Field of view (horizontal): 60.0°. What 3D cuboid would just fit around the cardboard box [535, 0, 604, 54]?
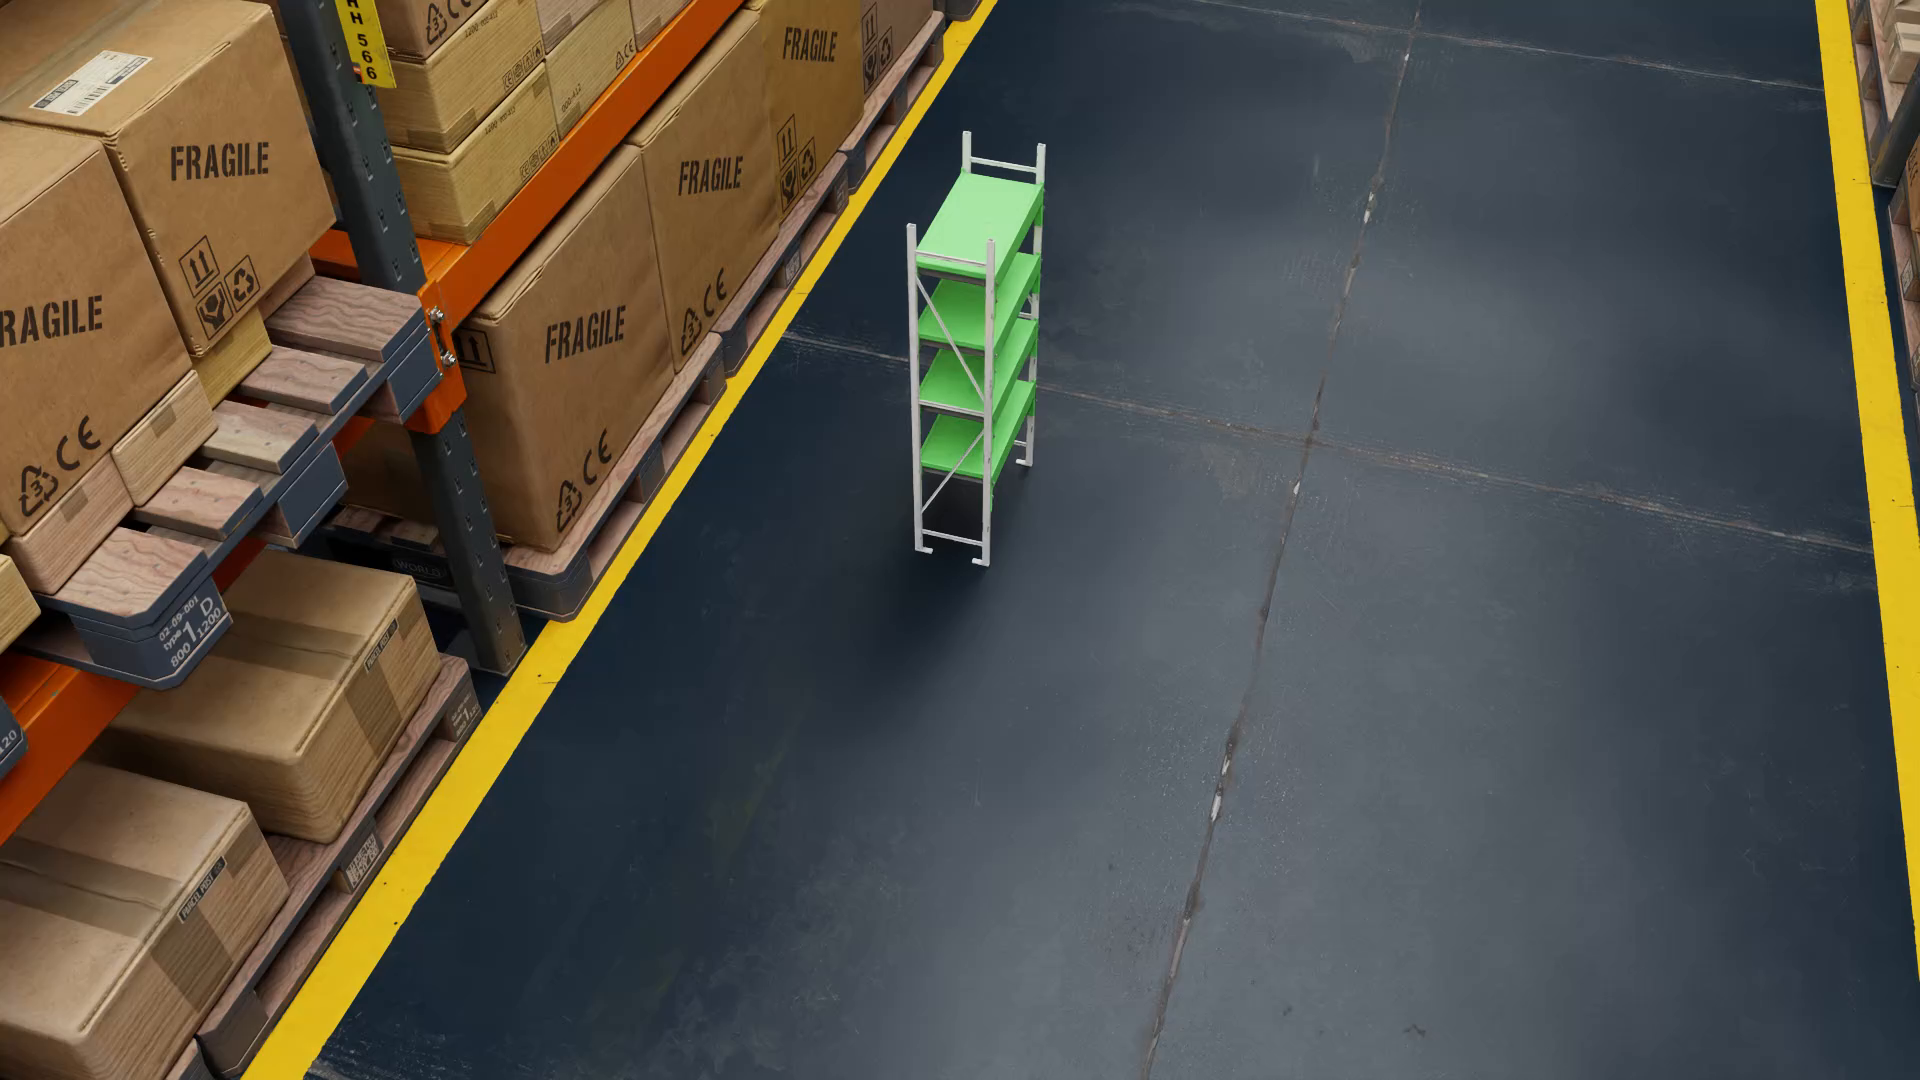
[{"bbox_3d":[-1.226,-1.569,4.458,0.500,0.250,0.500,14,46,13],"label":"cardboard box"}]

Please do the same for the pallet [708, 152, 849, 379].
[{"bbox_3d":[-1.090,-1.137,6.261,1.003,0.211,1.213,13,46,13],"label":"pallet"}]

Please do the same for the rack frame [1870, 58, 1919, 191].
[{"bbox_3d":[4.171,-2.431,5.590,1.000,3.000,0.127,13,46,13],"label":"rack frame"}]

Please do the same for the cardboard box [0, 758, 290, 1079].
[{"bbox_3d":[-2.168,0.843,3.822,0.950,0.372,0.625,12,46,12],"label":"cardboard box"}]

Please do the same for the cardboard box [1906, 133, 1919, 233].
[{"bbox_3d":[3.810,-1.413,6.036,0.500,0.500,0.500,14,46,14],"label":"cardboard box"}]

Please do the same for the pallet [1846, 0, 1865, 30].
[{"bbox_3d":[4.748,-2.708,7.866,1.003,0.211,1.213,13,46,13],"label":"pallet"}]

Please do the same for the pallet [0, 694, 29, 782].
[{"bbox_3d":[-2.332,0.583,2.647,1.003,0.211,1.213,13,46,13],"label":"pallet"}]

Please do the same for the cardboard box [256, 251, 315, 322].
[{"bbox_3d":[-1.647,-0.606,3.604,0.380,0.149,0.250,14,46,14],"label":"cardboard box"}]

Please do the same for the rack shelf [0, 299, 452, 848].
[{"bbox_3d":[-2.378,0.776,2.826,1.077,0.370,4.000,13,46,13],"label":"rack shelf"}]

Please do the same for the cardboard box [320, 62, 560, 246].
[{"bbox_3d":[-1.384,-1.033,4.268,0.500,0.250,0.500,12,46,12],"label":"cardboard box"}]

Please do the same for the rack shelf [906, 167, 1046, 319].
[{"bbox_3d":[0.050,-0.837,4.652,0.258,0.148,0.480,13,46,13],"label":"rack shelf"}]

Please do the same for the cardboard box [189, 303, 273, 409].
[{"bbox_3d":[-1.659,-0.412,3.405,0.380,0.149,0.250,13,46,13],"label":"cardboard box"}]

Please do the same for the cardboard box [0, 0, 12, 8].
[{"bbox_3d":[-2.129,-0.855,3.395,0.500,0.500,0.500,11,46,11],"label":"cardboard box"}]

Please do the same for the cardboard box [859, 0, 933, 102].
[{"bbox_3d":[-0.672,-2.440,6.818,0.875,0.875,0.875,14,46,14],"label":"cardboard box"}]

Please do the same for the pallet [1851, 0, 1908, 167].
[{"bbox_3d":[4.380,-1.892,7.033,1.003,0.211,1.213,13,46,13],"label":"pallet"}]

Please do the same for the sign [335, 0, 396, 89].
[{"bbox_3d":[-1.252,-1.091,3.449,0.100,0.325,0.005,13,46,13],"label":"sign"}]

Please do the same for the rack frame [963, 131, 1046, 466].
[{"bbox_3d":[0.124,-0.702,5.109,0.240,1.200,0.015,13,46,13],"label":"rack frame"}]

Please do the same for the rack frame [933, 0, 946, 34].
[{"bbox_3d":[-0.561,-3.480,6.662,1.000,3.000,0.127,13,46,13],"label":"rack frame"}]

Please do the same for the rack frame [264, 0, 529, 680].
[{"bbox_3d":[-1.772,-0.814,3.937,1.000,3.000,0.127,13,46,13],"label":"rack frame"}]

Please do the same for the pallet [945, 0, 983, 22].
[{"bbox_3d":[-0.256,-2.974,8.138,1.003,0.211,1.213,13,46,13],"label":"pallet"}]

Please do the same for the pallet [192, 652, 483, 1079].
[{"bbox_3d":[-2.010,0.703,4.380,1.003,0.211,1.213,13,46,13],"label":"pallet"}]

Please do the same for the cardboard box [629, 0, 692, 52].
[{"bbox_3d":[-1.081,-1.728,4.978,0.500,0.250,0.500,14,46,14],"label":"cardboard box"}]

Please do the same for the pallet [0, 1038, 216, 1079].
[{"bbox_3d":[-2.381,1.514,3.552,1.003,0.211,1.213,13,46,13],"label":"pallet"}]

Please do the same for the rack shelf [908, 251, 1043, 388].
[{"bbox_3d":[0.050,-0.665,4.820,0.258,0.148,0.480,13,46,13],"label":"rack shelf"}]

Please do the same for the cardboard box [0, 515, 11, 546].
[{"bbox_3d":[-1.942,-0.060,2.583,0.500,0.500,0.500,10,45,10],"label":"cardboard box"}]

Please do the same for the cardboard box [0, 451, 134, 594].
[{"bbox_3d":[-1.777,-0.068,3.054,0.380,0.149,0.250,11,45,11],"label":"cardboard box"}]

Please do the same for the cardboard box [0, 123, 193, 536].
[{"bbox_3d":[-1.791,-0.397,2.927,0.500,0.500,0.500,12,46,12],"label":"cardboard box"}]

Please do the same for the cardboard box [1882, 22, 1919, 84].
[{"bbox_3d":[4.060,-1.996,6.883,0.380,0.149,0.250,11,45,11],"label":"cardboard box"}]

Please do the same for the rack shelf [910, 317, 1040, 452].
[{"bbox_3d":[0.050,-0.494,4.988,0.258,0.148,0.480,13,46,13],"label":"rack shelf"}]

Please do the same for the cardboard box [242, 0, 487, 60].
[{"bbox_3d":[-1.389,-1.484,3.835,0.500,0.500,0.500,11,45,11],"label":"cardboard box"}]

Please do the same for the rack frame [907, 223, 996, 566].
[{"bbox_3d":[-0.024,-0.377,4.777,0.240,1.200,0.015,13,46,13],"label":"rack frame"}]

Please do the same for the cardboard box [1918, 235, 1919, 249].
[{"bbox_3d":[3.658,-1.056,5.671,0.500,0.500,0.500,12,46,12],"label":"cardboard box"}]

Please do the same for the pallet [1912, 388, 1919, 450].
[{"bbox_3d":[3.593,-0.068,5.169,1.003,0.211,1.213,13,46,13],"label":"pallet"}]

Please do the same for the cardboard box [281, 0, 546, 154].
[{"bbox_3d":[-1.383,-1.224,4.106,0.500,0.250,0.500,12,46,12],"label":"cardboard box"}]

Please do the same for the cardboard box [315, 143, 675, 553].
[{"bbox_3d":[-1.484,-0.647,4.986,0.875,0.875,0.875,12,46,12],"label":"cardboard box"}]

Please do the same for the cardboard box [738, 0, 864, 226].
[{"bbox_3d":[-0.938,-1.837,6.201,0.875,0.875,0.875,14,46,14],"label":"cardboard box"}]

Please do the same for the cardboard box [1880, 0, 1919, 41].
[{"bbox_3d":[4.168,-2.276,7.085,0.396,0.266,0.258,14,46,14],"label":"cardboard box"}]

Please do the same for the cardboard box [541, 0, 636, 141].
[{"bbox_3d":[-1.245,-1.379,4.622,0.500,0.250,0.500,11,46,11],"label":"cardboard box"}]

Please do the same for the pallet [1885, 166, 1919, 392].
[{"bbox_3d":[3.961,-0.884,6.003,1.003,0.211,1.213,13,46,13],"label":"pallet"}]

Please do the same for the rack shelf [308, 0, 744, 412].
[{"bbox_3d":[-1.166,-1.890,5.551,1.077,0.370,4.000,13,46,13],"label":"rack shelf"}]

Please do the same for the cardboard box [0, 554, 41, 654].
[{"bbox_3d":[-1.847,0.118,2.864,0.380,0.149,0.250,13,46,13],"label":"cardboard box"}]

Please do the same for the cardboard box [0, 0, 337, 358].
[{"bbox_3d":[-1.645,-0.744,3.281,0.500,0.500,0.500,11,46,11],"label":"cardboard box"}]

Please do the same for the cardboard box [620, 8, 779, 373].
[{"bbox_3d":[-1.209,-1.241,5.592,0.875,0.875,0.875,13,46,13],"label":"cardboard box"}]

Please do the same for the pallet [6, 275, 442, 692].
[{"bbox_3d":[-1.886,-0.248,3.495,1.213,0.211,1.003,13,46,13],"label":"pallet"}]

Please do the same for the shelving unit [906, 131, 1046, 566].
[{"bbox_3d":[0.050,-0.539,4.943,0.258,1.200,0.503,13,46,13],"label":"shelving unit"}]

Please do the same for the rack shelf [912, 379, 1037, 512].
[{"bbox_3d":[0.050,-0.322,5.156,0.258,0.148,0.480,13,46,13],"label":"rack shelf"}]

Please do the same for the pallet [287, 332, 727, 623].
[{"bbox_3d":[-1.461,-0.327,5.433,1.003,0.211,1.213,13,46,13],"label":"pallet"}]

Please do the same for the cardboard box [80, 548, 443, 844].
[{"bbox_3d":[-1.952,0.350,4.326,0.950,0.372,0.625,10,45,10],"label":"cardboard box"}]

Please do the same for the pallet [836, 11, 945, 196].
[{"bbox_3d":[-0.722,-1.953,7.095,1.003,0.211,1.213,13,46,13],"label":"pallet"}]

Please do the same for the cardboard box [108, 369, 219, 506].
[{"bbox_3d":[-1.693,-0.234,3.224,0.380,0.149,0.250,12,46,12],"label":"cardboard box"}]
